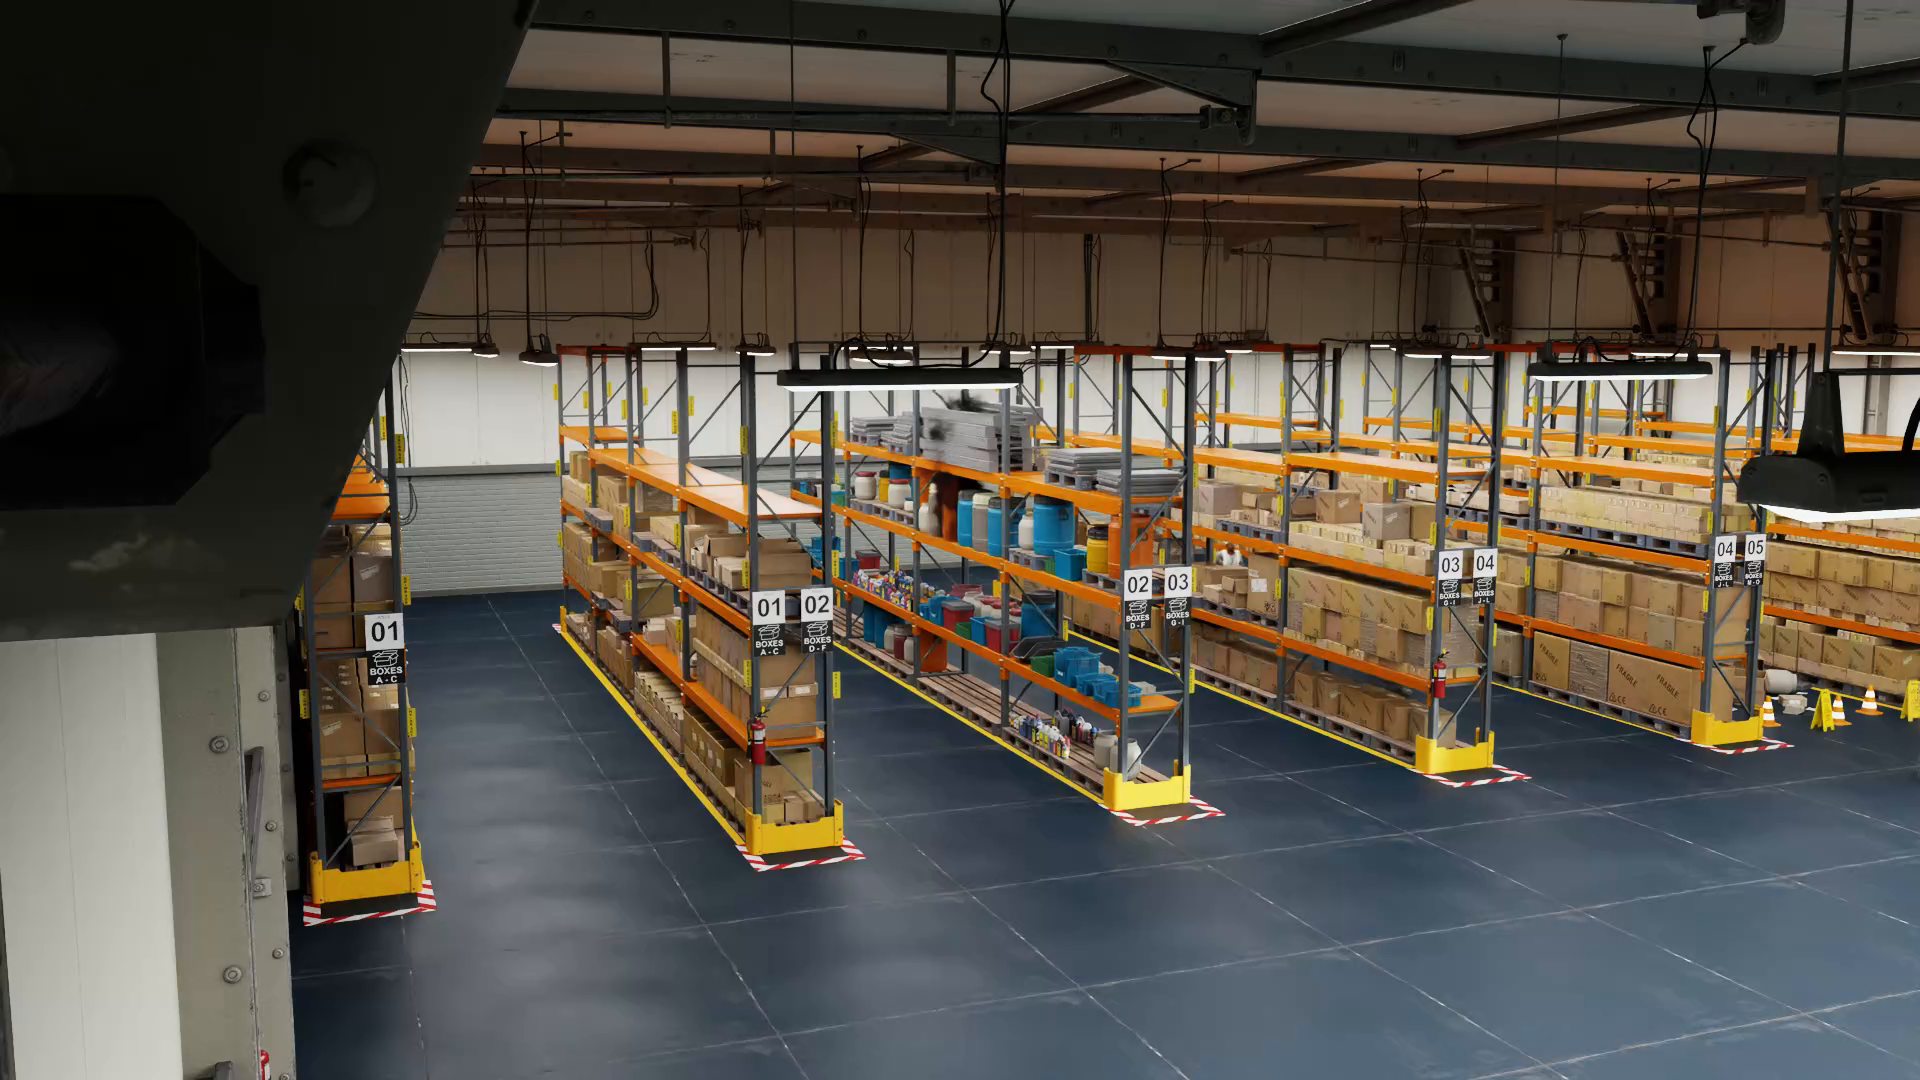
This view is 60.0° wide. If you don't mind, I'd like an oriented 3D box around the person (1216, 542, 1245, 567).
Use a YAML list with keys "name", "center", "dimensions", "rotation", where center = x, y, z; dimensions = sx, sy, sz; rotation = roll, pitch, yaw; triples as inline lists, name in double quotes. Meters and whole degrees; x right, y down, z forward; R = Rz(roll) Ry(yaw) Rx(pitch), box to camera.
- name: "person"
  center: [5.903, 0.863, 36.269]
  dimensions: [0.646, 1.822, 0.733]
  rotation: [-3, 8, -21]

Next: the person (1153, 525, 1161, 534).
- name: "person"
  center: [4.656, 0.367, 40.896]
  dimensions: [0.742, 1.642, 0.863]
  rotation: [5, 9, 36]

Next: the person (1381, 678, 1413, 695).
- name: "person"
  center: [7.633, 1.731, 29.147]
  dimensions: [0.687, 1.807, 0.991]
  rotation: [-5, 9, -33]
